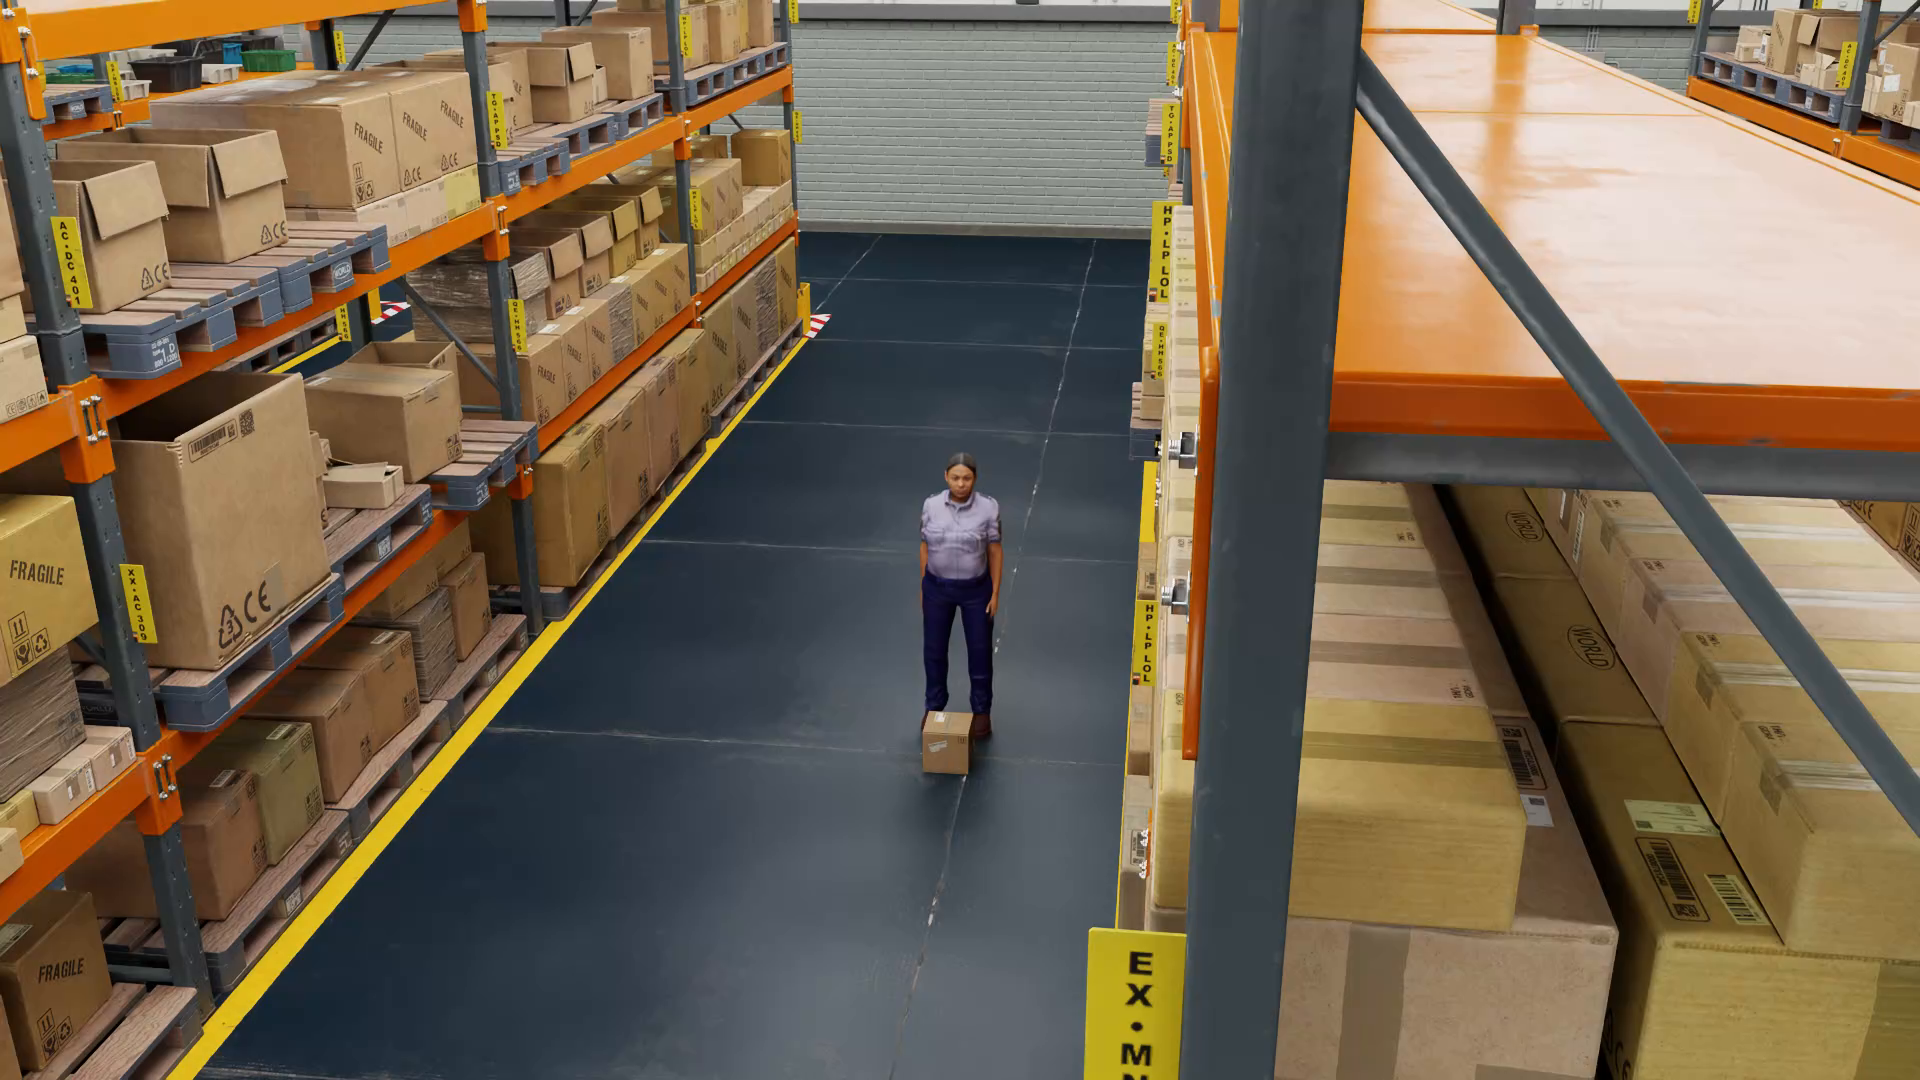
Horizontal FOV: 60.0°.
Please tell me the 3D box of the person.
[{"bbox_3d":[0.003,0.302,9.338,0.468,1.645,0.342,3,21,7],"label":"person"}]
